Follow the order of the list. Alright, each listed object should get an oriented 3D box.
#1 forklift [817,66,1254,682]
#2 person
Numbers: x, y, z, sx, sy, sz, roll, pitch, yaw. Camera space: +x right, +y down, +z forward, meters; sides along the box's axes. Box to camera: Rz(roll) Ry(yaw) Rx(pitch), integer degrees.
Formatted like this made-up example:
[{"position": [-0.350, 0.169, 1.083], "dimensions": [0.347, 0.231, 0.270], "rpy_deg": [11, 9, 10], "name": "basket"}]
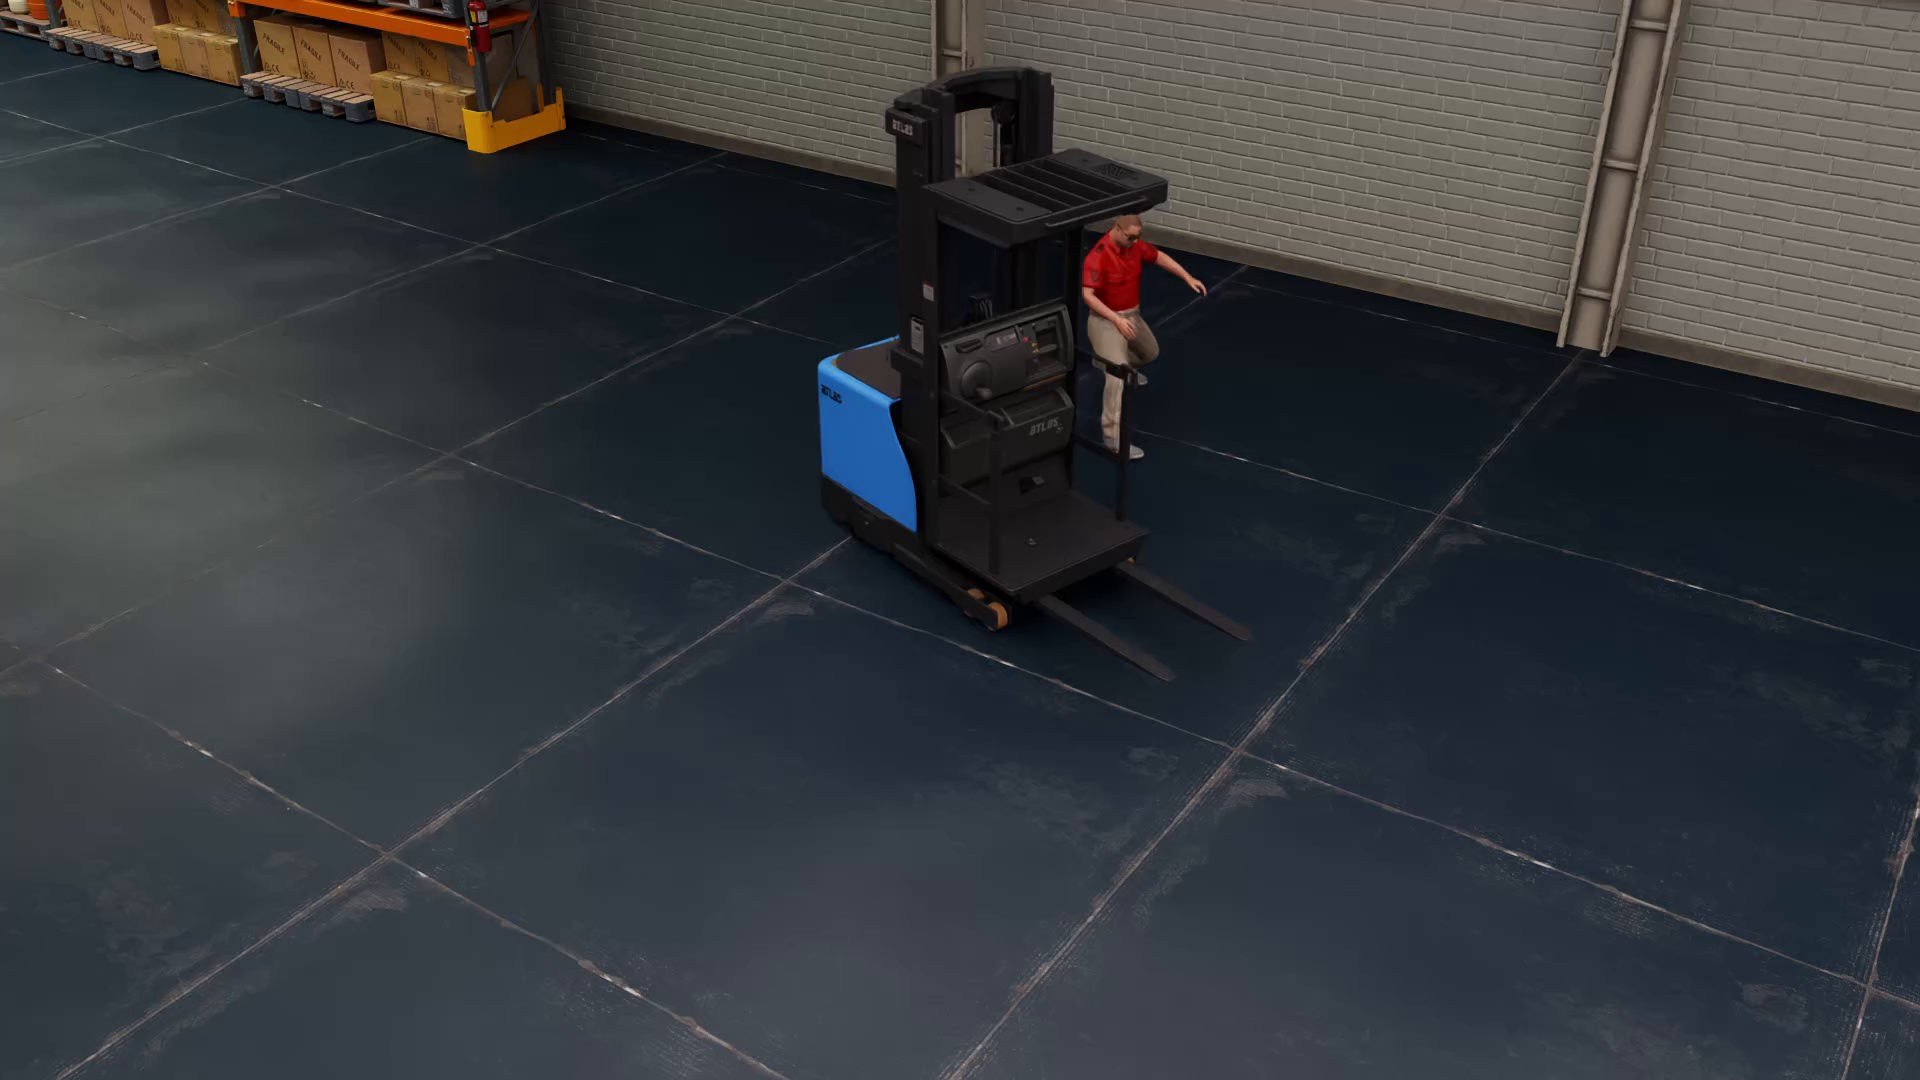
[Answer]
[{"position": [0.412, -1.026, 9.349], "dimensions": [1.130, 2.935, 3.031], "rpy_deg": [-22, 37, -33], "name": "forklift"}, {"position": [1.232, -1.549, 11.658], "dimensions": [0.993, 1.548, 1.148], "rpy_deg": [25, 39, 36], "name": "person"}]
